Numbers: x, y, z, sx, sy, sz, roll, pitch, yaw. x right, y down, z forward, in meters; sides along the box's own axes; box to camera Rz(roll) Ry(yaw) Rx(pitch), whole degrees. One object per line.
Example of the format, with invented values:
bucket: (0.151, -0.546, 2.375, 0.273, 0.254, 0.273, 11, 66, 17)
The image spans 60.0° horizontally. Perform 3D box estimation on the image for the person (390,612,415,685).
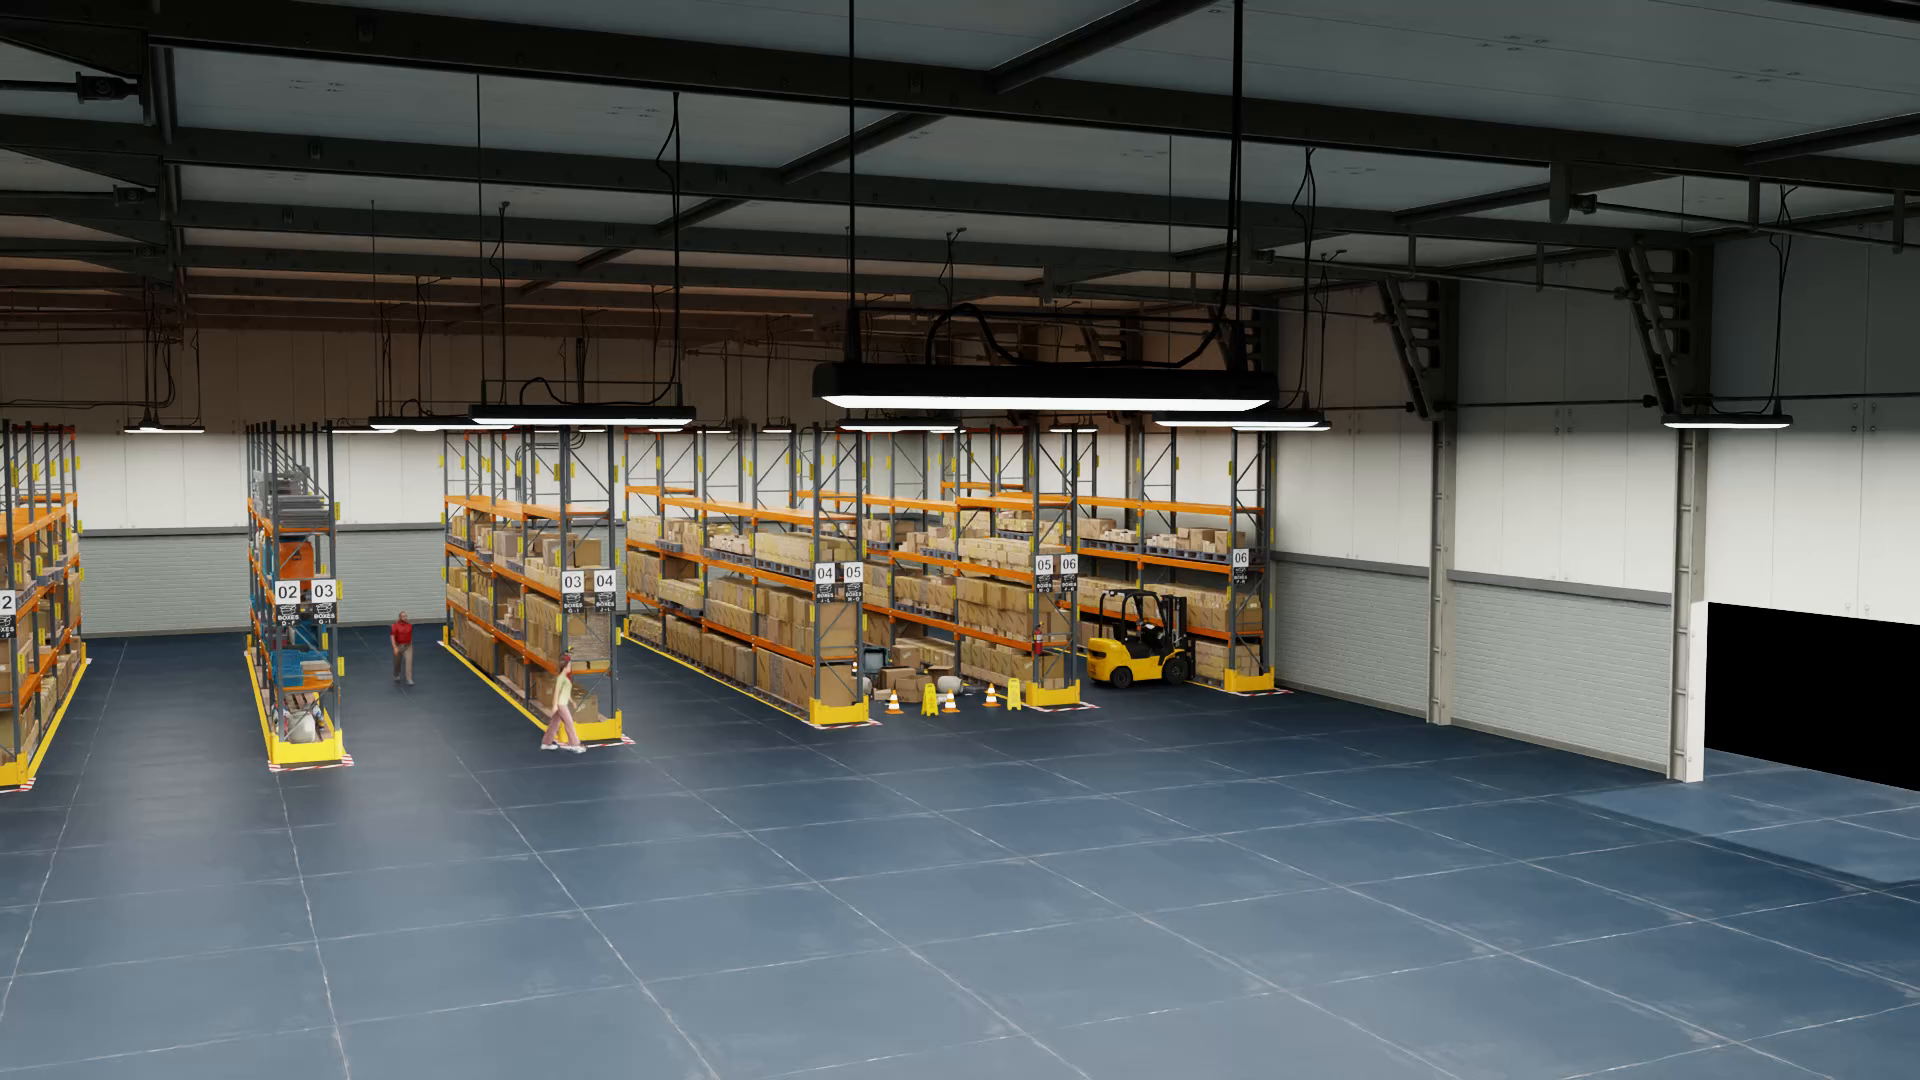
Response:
person: (-12.859, 2.486, 38.275, 0.507, 1.663, 1.099, -2, 4, -28)

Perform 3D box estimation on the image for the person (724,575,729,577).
person: (-6.807, 1.873, 48.576, 0.581, 1.707, 0.486, 0, 4, 2)

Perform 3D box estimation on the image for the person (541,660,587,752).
person: (-7.200, 3.010, 30.231, 0.860, 1.652, 0.475, 0, 4, -3)
